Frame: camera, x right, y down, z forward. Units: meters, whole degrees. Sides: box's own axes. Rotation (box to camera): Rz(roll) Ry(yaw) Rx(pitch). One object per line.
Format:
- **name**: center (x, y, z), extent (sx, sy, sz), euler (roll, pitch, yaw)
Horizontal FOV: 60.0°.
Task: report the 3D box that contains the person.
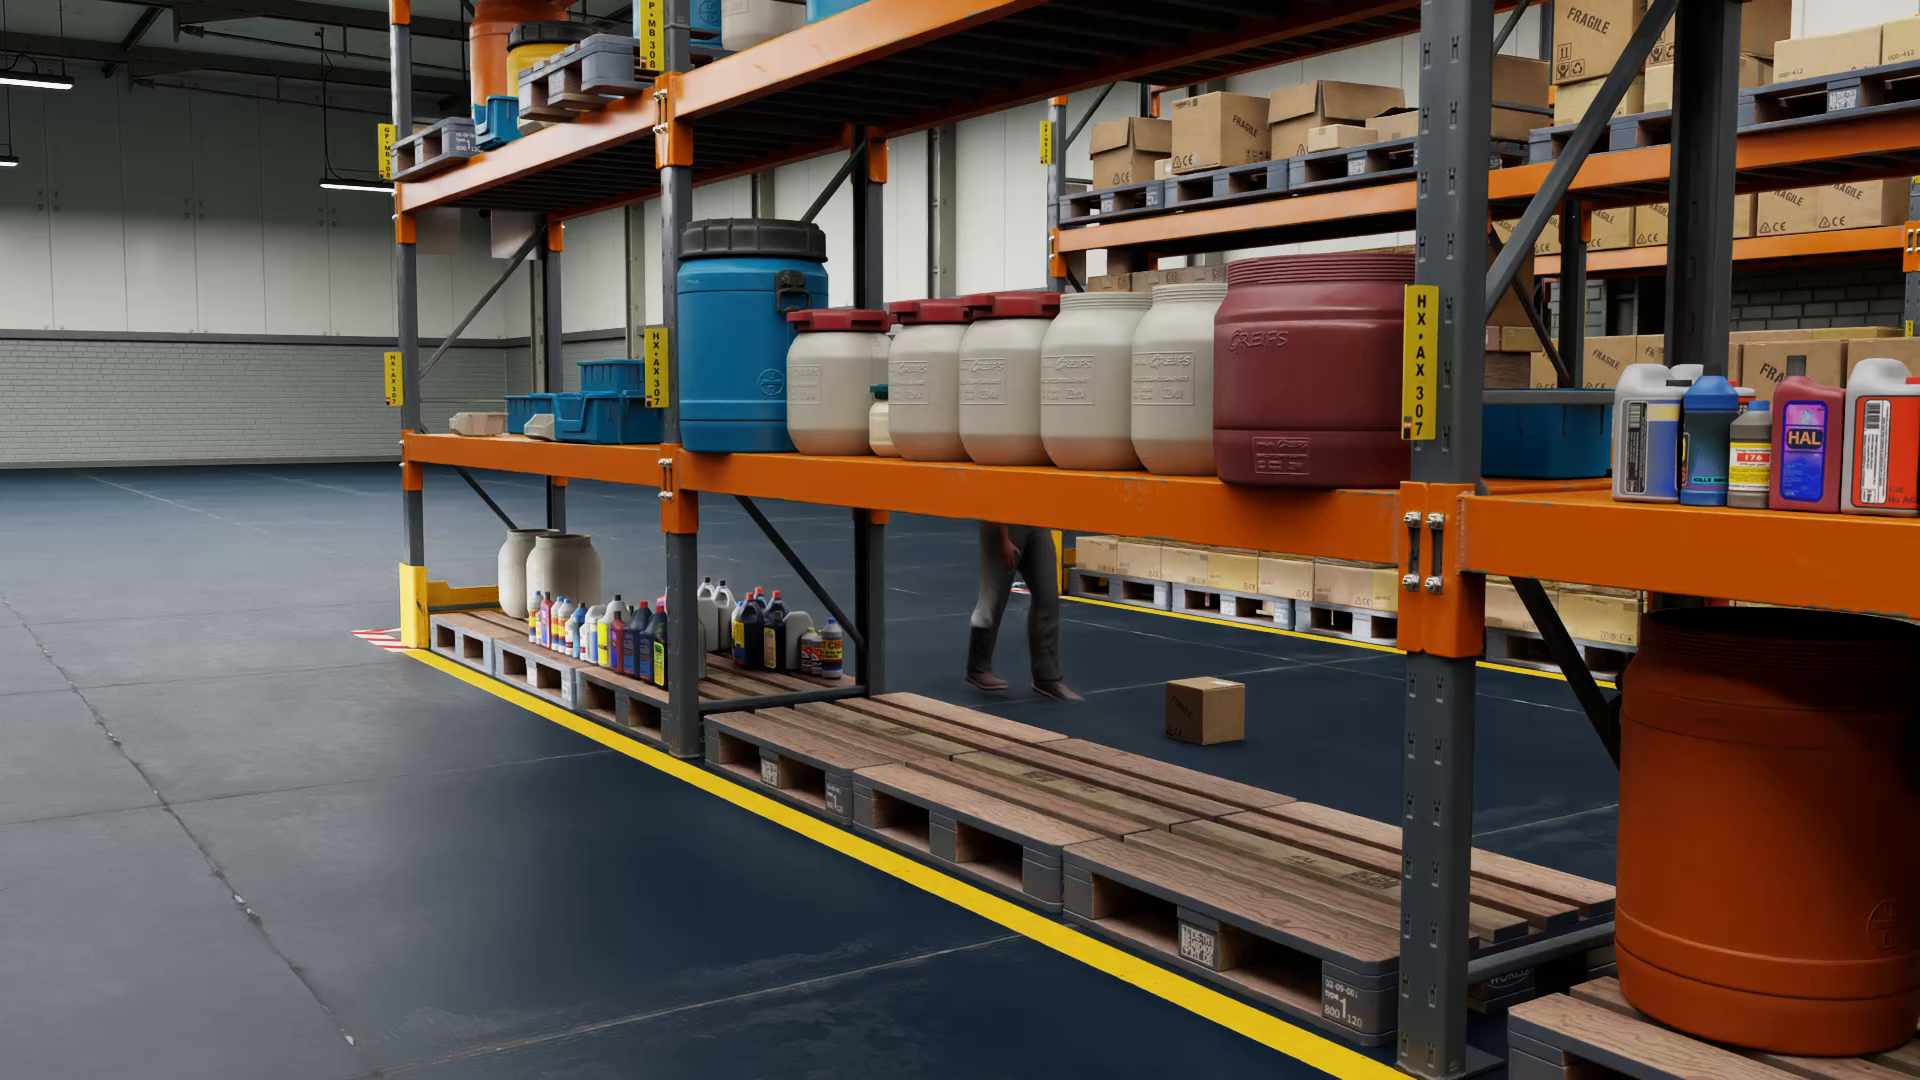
- **person**: center (0.275, -0.007, 8.375), extent (0.618, 1.701, 0.465), euler (5, 7, 44)
